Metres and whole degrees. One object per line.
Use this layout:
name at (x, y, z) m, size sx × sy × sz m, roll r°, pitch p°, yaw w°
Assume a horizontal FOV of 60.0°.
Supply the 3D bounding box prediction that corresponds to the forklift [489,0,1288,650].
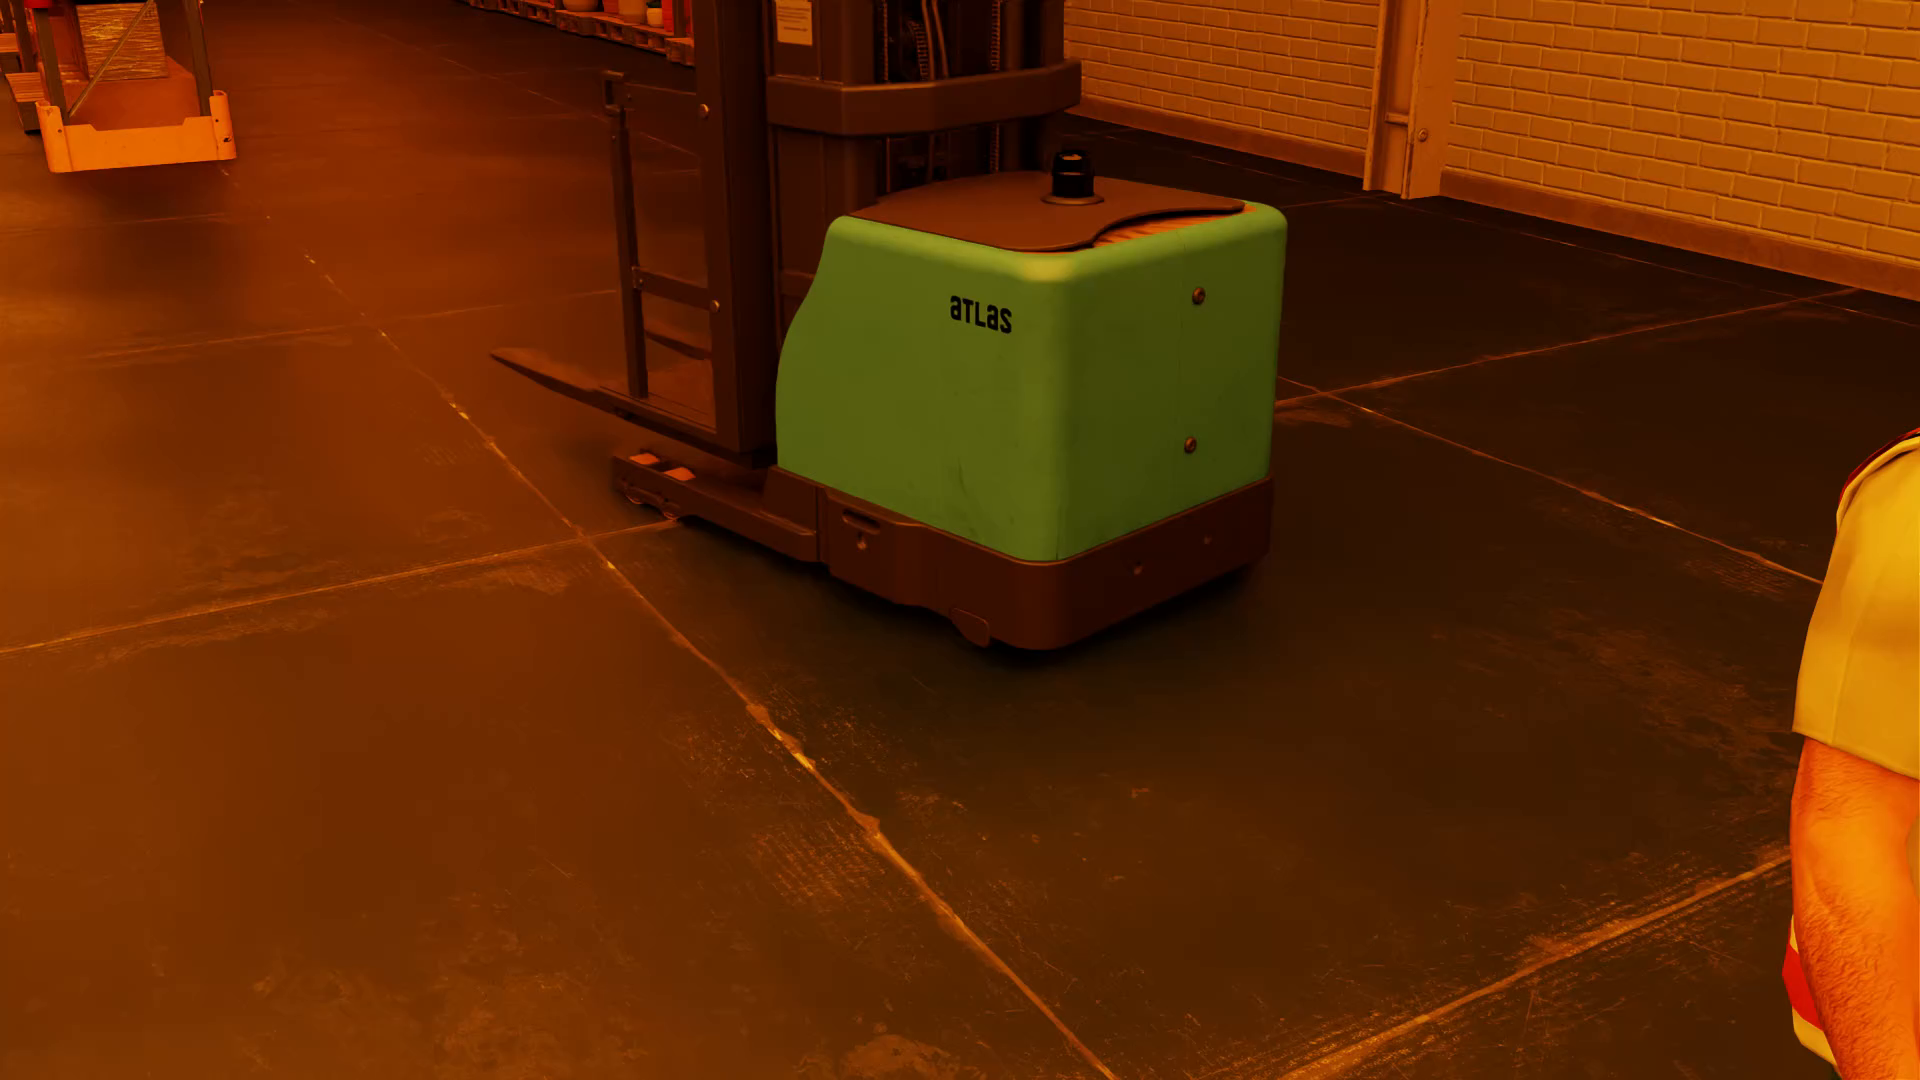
forklift at (-0.484, -1.539, 5.024) m, size 1.130 × 2.935 × 3.031 m, roll -20°, pitch 30°, yaw -40°

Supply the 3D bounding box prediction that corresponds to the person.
person at (1.033, 0.506, 1.525) m, size 0.637 × 1.790 × 0.562 m, roll -16°, pitch 27°, yaw -33°
